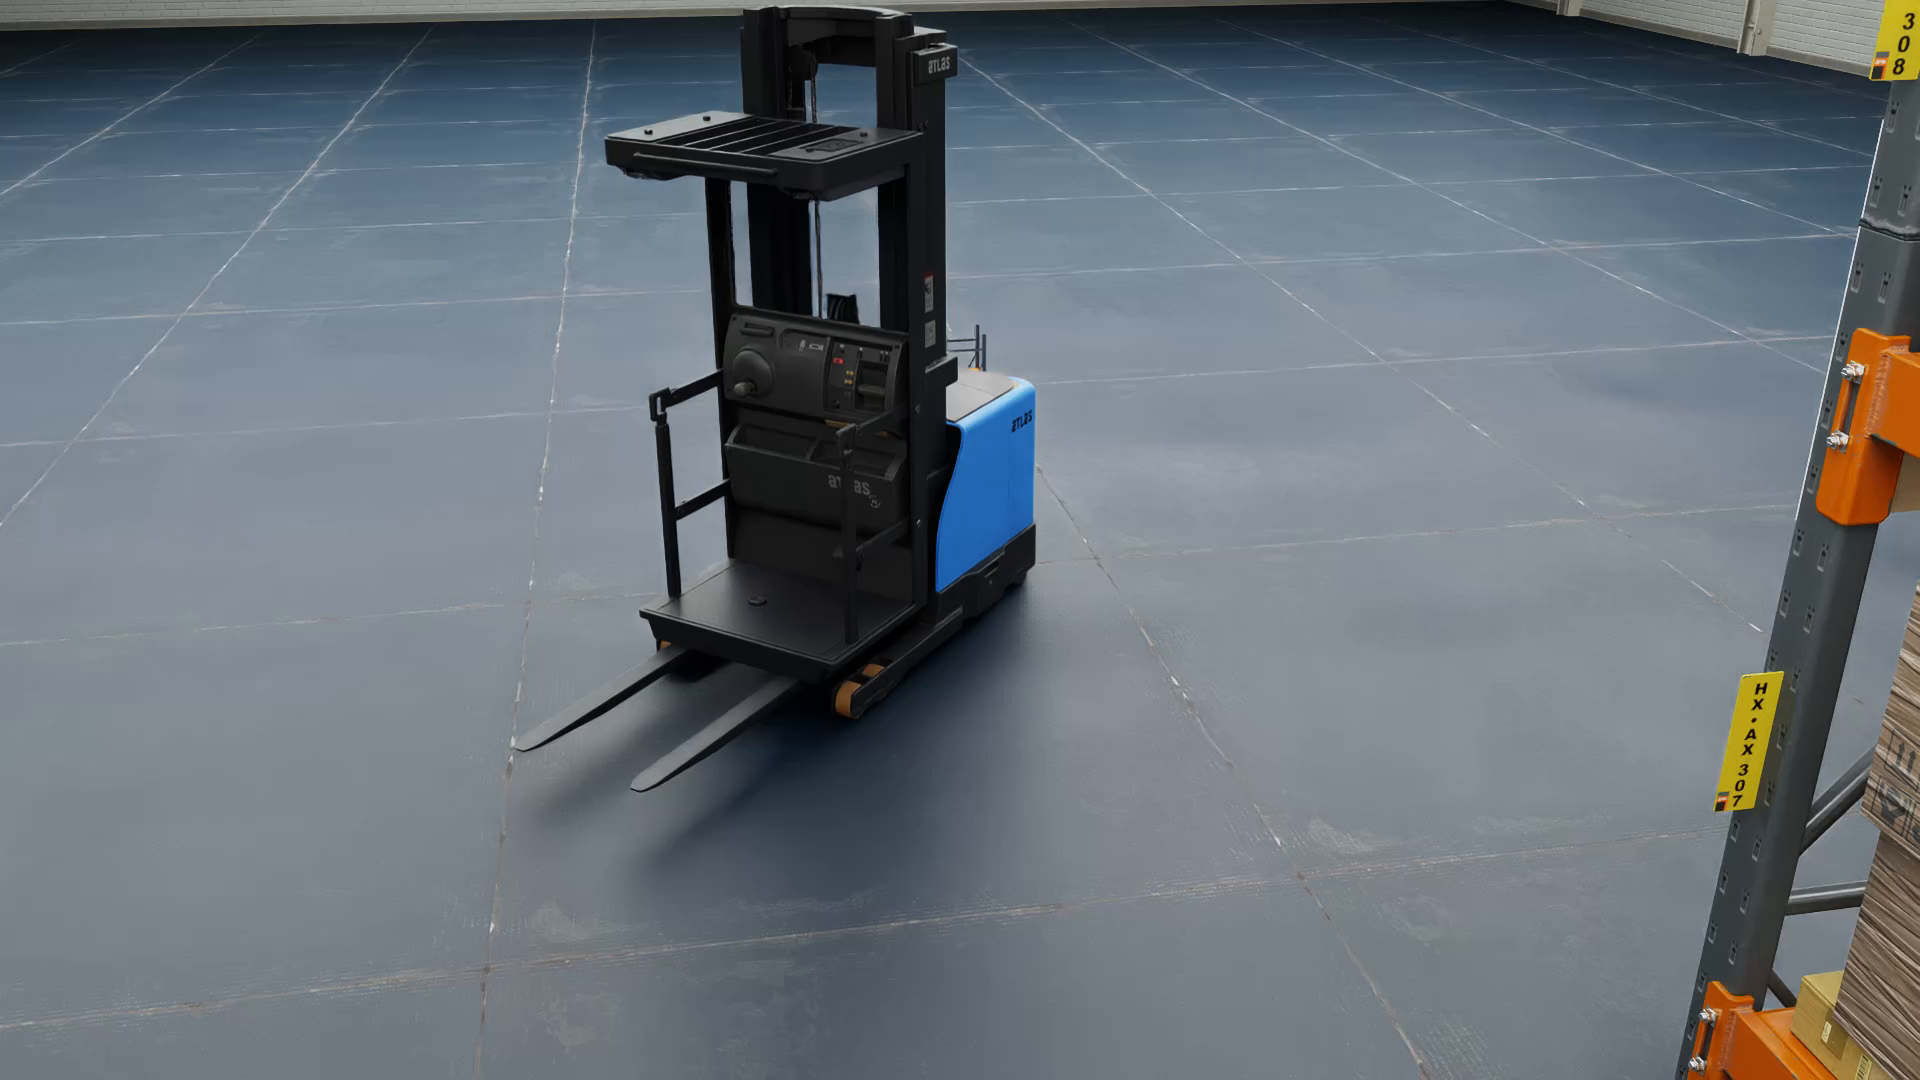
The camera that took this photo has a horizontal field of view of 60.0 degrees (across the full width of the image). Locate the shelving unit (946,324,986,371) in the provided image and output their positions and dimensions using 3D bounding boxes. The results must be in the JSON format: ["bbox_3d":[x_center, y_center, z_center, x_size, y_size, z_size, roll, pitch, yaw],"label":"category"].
[{"bbox_3d":[0.003,-0.559,9.030,0.258,1.200,0.189,-4,24,-9],"label":"shelving unit"}]

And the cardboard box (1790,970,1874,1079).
[{"bbox_3d":[1.992,1.023,3.474,0.380,0.149,0.250,-4,24,-10],"label":"cardboard box"}]

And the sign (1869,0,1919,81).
[{"bbox_3d":[1.641,-0.957,2.854,0.100,0.325,0.005,-4,24,-10],"label":"sign"}]

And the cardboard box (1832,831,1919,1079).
[{"bbox_3d":[2.249,0.814,3.142,0.875,0.500,0.500,-4,24,-10],"label":"cardboard box"}]

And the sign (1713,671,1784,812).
[{"bbox_3d":[1.641,0.421,3.456,0.100,0.325,0.005,-4,24,-10],"label":"sign"}]

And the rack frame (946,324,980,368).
[{"bbox_3d":[-0.013,-0.595,9.112,0.240,1.200,0.006,-4,24,-9],"label":"rack frame"}]

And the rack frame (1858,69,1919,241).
[{"bbox_3d":[2.174,-1.971,2.520,1.000,3.000,0.127,-4,24,-10],"label":"rack frame"}]

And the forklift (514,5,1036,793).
[{"bbox_3d":[-0.773,-0.753,7.312,1.130,2.935,3.031,13,27,27],"label":"forklift"}]

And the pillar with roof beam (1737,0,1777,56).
[{"bbox_3d":[9.089,-11.981,25.440,9.100,9.000,0.400,-4,24,-10],"label":"pillar with roof beam"}]

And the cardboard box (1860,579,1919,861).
[{"bbox_3d":[2.008,0.374,2.900,0.500,0.500,0.500,-4,24,-10],"label":"cardboard box"}]

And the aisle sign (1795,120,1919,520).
[{"bbox_3d":[1.868,-0.416,3.206,0.394,0.787,0.004,-4,24,-10],"label":"aisle sign"}]

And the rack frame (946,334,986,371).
[{"bbox_3d":[0.018,-0.522,8.947,0.240,1.200,0.006,-4,24,-9],"label":"rack frame"}]

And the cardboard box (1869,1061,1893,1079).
[{"bbox_3d":[2.020,1.123,3.246,0.380,0.149,0.250,-4,24,-10],"label":"cardboard box"}]

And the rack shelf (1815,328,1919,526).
[{"bbox_3d":[2.544,0.520,1.464,1.077,0.370,4.000,-4,24,-10],"label":"rack shelf"}]

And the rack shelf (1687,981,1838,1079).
[{"bbox_3d":[2.544,1.894,2.064,1.077,0.370,4.000,-4,24,-10],"label":"rack shelf"}]

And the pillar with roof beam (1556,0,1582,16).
[{"bbox_3d":[7.979,-14.341,30.843,9.100,9.000,0.400,-4,24,-10],"label":"pillar with roof beam"}]

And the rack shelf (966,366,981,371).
[{"bbox_3d":[0.003,-0.848,8.903,0.258,0.103,0.180,-4,24,-9],"label":"rack shelf"}]

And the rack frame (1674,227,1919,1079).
[{"bbox_3d":[2.174,0.778,3.721,1.000,3.000,0.127,-4,24,-10],"label":"rack frame"}]
